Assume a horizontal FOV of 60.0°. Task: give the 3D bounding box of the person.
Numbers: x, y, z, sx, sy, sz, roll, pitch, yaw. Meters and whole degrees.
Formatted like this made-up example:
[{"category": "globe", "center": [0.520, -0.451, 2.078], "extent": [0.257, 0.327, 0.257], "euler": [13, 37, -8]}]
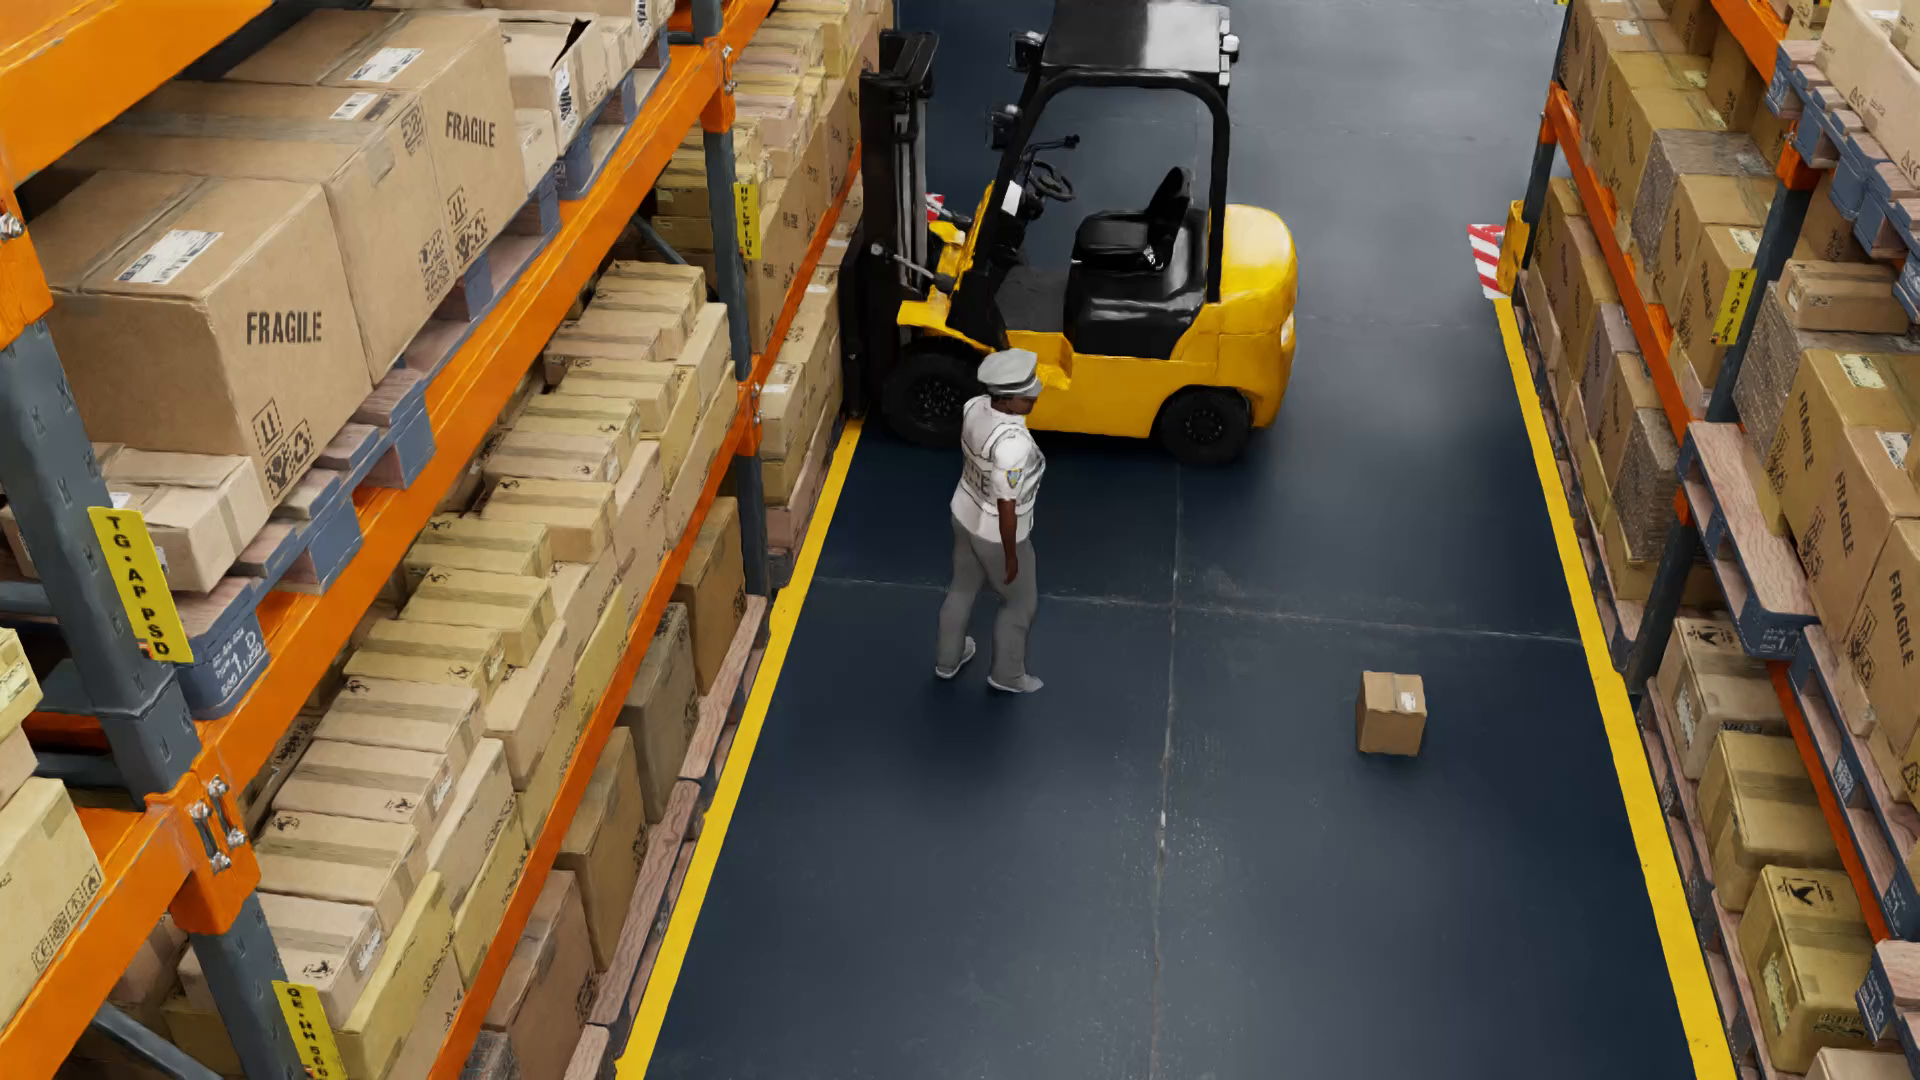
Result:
[{"category": "person", "center": [0.130, -0.034, 7.119], "extent": [0.445, 1.725, 0.488], "euler": [-18, 40, -23]}]
